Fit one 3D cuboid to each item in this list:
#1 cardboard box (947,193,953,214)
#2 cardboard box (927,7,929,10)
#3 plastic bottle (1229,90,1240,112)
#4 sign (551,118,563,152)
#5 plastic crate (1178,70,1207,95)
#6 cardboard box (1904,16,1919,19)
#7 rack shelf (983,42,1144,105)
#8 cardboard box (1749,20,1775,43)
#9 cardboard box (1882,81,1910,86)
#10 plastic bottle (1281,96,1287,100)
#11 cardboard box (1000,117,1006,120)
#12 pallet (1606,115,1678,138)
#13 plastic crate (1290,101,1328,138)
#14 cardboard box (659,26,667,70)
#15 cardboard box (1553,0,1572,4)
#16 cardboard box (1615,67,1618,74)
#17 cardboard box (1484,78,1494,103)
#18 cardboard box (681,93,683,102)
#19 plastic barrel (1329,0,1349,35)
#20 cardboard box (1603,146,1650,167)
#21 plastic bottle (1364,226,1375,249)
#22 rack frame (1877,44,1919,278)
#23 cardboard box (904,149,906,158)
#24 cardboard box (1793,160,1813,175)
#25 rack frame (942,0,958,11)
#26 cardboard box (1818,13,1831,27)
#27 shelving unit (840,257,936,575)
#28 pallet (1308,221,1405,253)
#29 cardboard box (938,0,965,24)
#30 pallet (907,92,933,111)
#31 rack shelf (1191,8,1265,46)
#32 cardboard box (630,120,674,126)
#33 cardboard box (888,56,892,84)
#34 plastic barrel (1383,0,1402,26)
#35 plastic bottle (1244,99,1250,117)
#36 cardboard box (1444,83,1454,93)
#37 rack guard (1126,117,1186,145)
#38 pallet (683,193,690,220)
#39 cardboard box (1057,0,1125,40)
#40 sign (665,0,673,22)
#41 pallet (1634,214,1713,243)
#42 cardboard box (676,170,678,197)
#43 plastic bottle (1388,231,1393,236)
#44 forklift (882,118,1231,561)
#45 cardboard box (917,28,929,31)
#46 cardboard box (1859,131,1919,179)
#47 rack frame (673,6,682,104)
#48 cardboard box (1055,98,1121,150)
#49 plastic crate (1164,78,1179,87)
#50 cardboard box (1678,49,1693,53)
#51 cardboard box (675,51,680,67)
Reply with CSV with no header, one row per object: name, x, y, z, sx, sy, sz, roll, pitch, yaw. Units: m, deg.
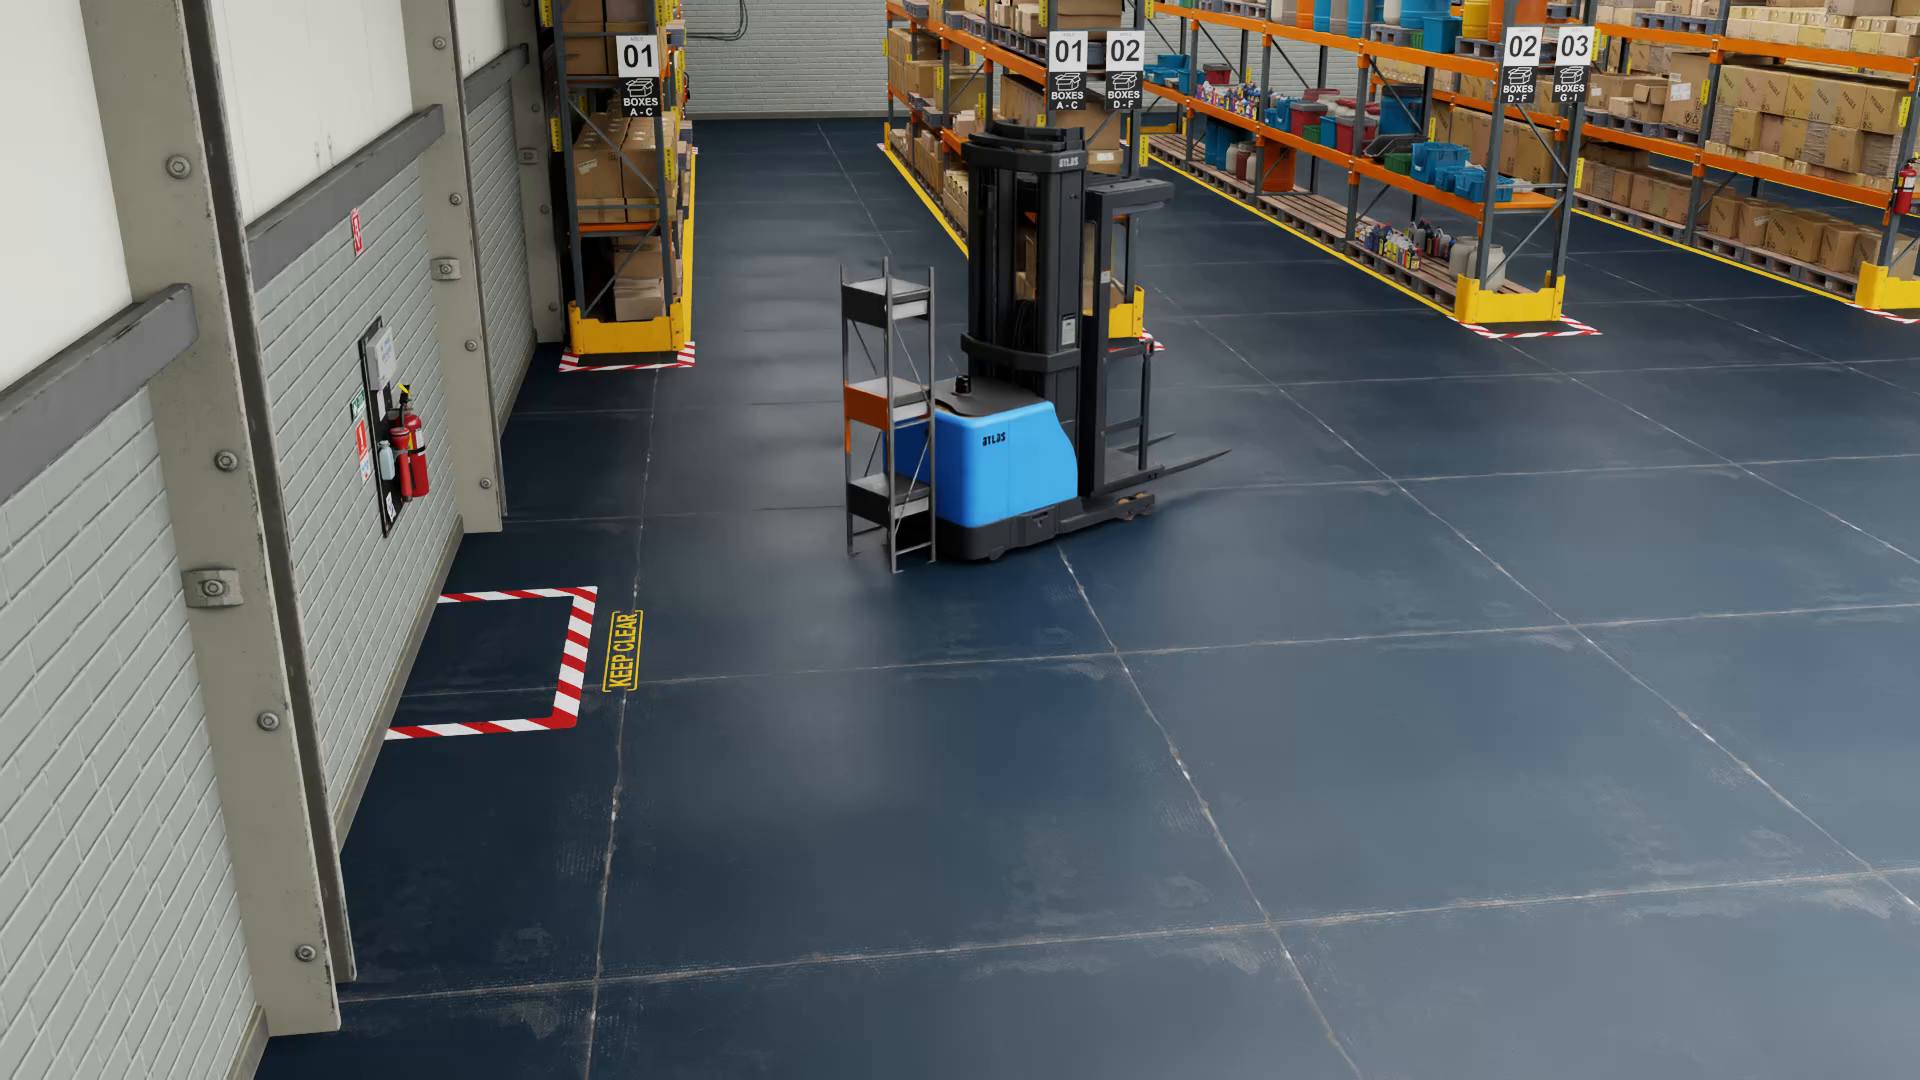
cardboard box,0.101,-4.969,24.562,0.500,0.250,0.500,-3,21,-9
cardboard box,-0.667,-9.305,28.769,0.500,0.250,0.500,-3,21,-8
plastic bottle,4.518,-7.227,27.349,0.144,0.351,0.185,-3,21,-8
sign,-4.058,-4.079,16.742,0.100,0.325,0.005,-3,21,-8
plastic crate,4.163,-8.229,29.898,0.392,0.384,0.575,-3,21,-8
cardboard box,11.320,-6.061,19.515,0.380,0.149,0.250,-2,21,-6
rack shelf,1.108,-5.421,19.184,1.077,0.370,4.000,-3,21,-8
cardboard box,10.515,-6.527,21.331,0.500,0.250,0.500,-3,21,-8
cardboard box,11.325,-5.191,19.830,0.500,0.500,0.500,-3,21,-8
plastic bottle,5.293,-7.112,27.156,0.097,0.271,0.097,0,20,0
cardboard box,0.703,-5.206,20.798,0.380,0.149,0.250,-3,21,-7
pallet,10.372,-6.155,24.683,1.003,0.211,1.213,-3,21,-8
plastic crate,5.075,-6.134,24.260,0.402,0.464,0.583,-3,21,-8
cardboard box,-3.348,-5.187,17.357,0.500,0.500,0.500,-2,21,-4
cardboard box,9.887,-8.786,26.419,0.797,0.503,0.637,-2,21,-5
cardboard box,13.616,-9.581,33.941,0.380,0.149,0.250,-2,21,-6
cardboard box,9.433,-7.841,28.780,0.500,0.500,0.500,-3,21,-9
cardboard box,-5.297,-7.893,28.633,0.980,0.700,0.700,-3,21,-7
plastic barrel,5.339,-7.325,22.538,0.600,0.901,0.600,0,20,0
cardboard box,10.259,-5.901,25.601,0.500,0.250,0.500,-1,20,-2
plastic bottle,5.407,-3.981,21.852,0.152,0.276,0.135,-2,21,-6
rack frame,11.199,-4.159,19.063,1.000,3.000,0.127,-3,21,-8
cardboard box,-0.810,-6.995,30.104,0.380,0.149,0.250,-3,21,-8
cardboard box,10.634,-4.643,20.720,0.380,0.149,0.250,-3,21,-8
rack frame,0.243,-9.241,24.096,1.000,3.000,0.127,-3,21,-8
cardboard box,10.677,-6.309,20.178,0.380,0.149,0.250,-4,21,-11
shelving unit,-0.489,-0.853,11.499,0.431,2.100,0.503,-17,27,-38
pallet,5.570,-4.257,23.313,1.003,0.211,1.213,-3,21,-8
cardboard box,0.146,-8.032,25.003,0.910,0.500,0.500,-3,21,-8
pallet,-0.327,-7.443,28.131,1.003,0.211,1.213,-3,21,-8
rack shelf,4.857,-8.439,27.266,1.077,0.370,4.000,-3,21,-8
cardboard box,-3.568,-4.589,19.330,0.500,0.500,0.500,-4,21,-9
cardboard box,-1.107,-9.080,32.097,0.500,0.500,0.500,-2,21,-7
plastic barrel,5.589,-6.789,21.059,0.421,0.512,0.421,0,20,0
plastic bottle,4.604,-6.925,26.654,0.097,0.271,0.097,0,20,0
cardboard box,9.101,-8.285,30.470,0.380,0.149,0.250,-3,21,-7
rack guard,3.975,-8.285,33.685,1.175,0.500,0.348,-3,21,-8
pallet,-4.698,-5.149,25.702,1.003,0.211,1.213,-3,21,-8
cardboard box,1.317,-5.575,17.622,0.797,0.503,0.637,-1,21,-4
sign,-3.546,-6.471,20.230,0.100,0.325,0.005,-3,21,-8
pallet,10.509,-4.507,23.981,1.003,0.211,1.213,-3,21,-8
cardboard box,-3.489,-4.064,18.996,0.500,0.250,0.500,-3,21,-7
plastic bottle,5.568,-3.877,21.581,0.097,0.271,0.097,0,20,0
forklift,0.859,-1.639,12.415,3.031,2.935,1.130,-17,27,-38
cardboard box,-0.574,-9.575,31.993,0.500,0.500,0.500,-3,21,-8
cardboard box,11.147,-4.537,19.507,0.875,0.500,0.500,-3,21,-8
rack frame,-5.235,-7.564,28.181,1.000,3.000,0.127,-3,21,-8
cardboard box,1.334,-4.495,17.968,0.700,0.500,0.500,-3,21,-8
plastic crate,4.020,-8.556,31.128,0.293,0.136,0.466,-3,21,-8
cardboard box,13.969,-9.048,31.586,0.500,0.500,0.500,-3,21,-9
cardboard box,-4.915,-7.962,27.578,0.500,0.250,0.500,-2,21,-6
